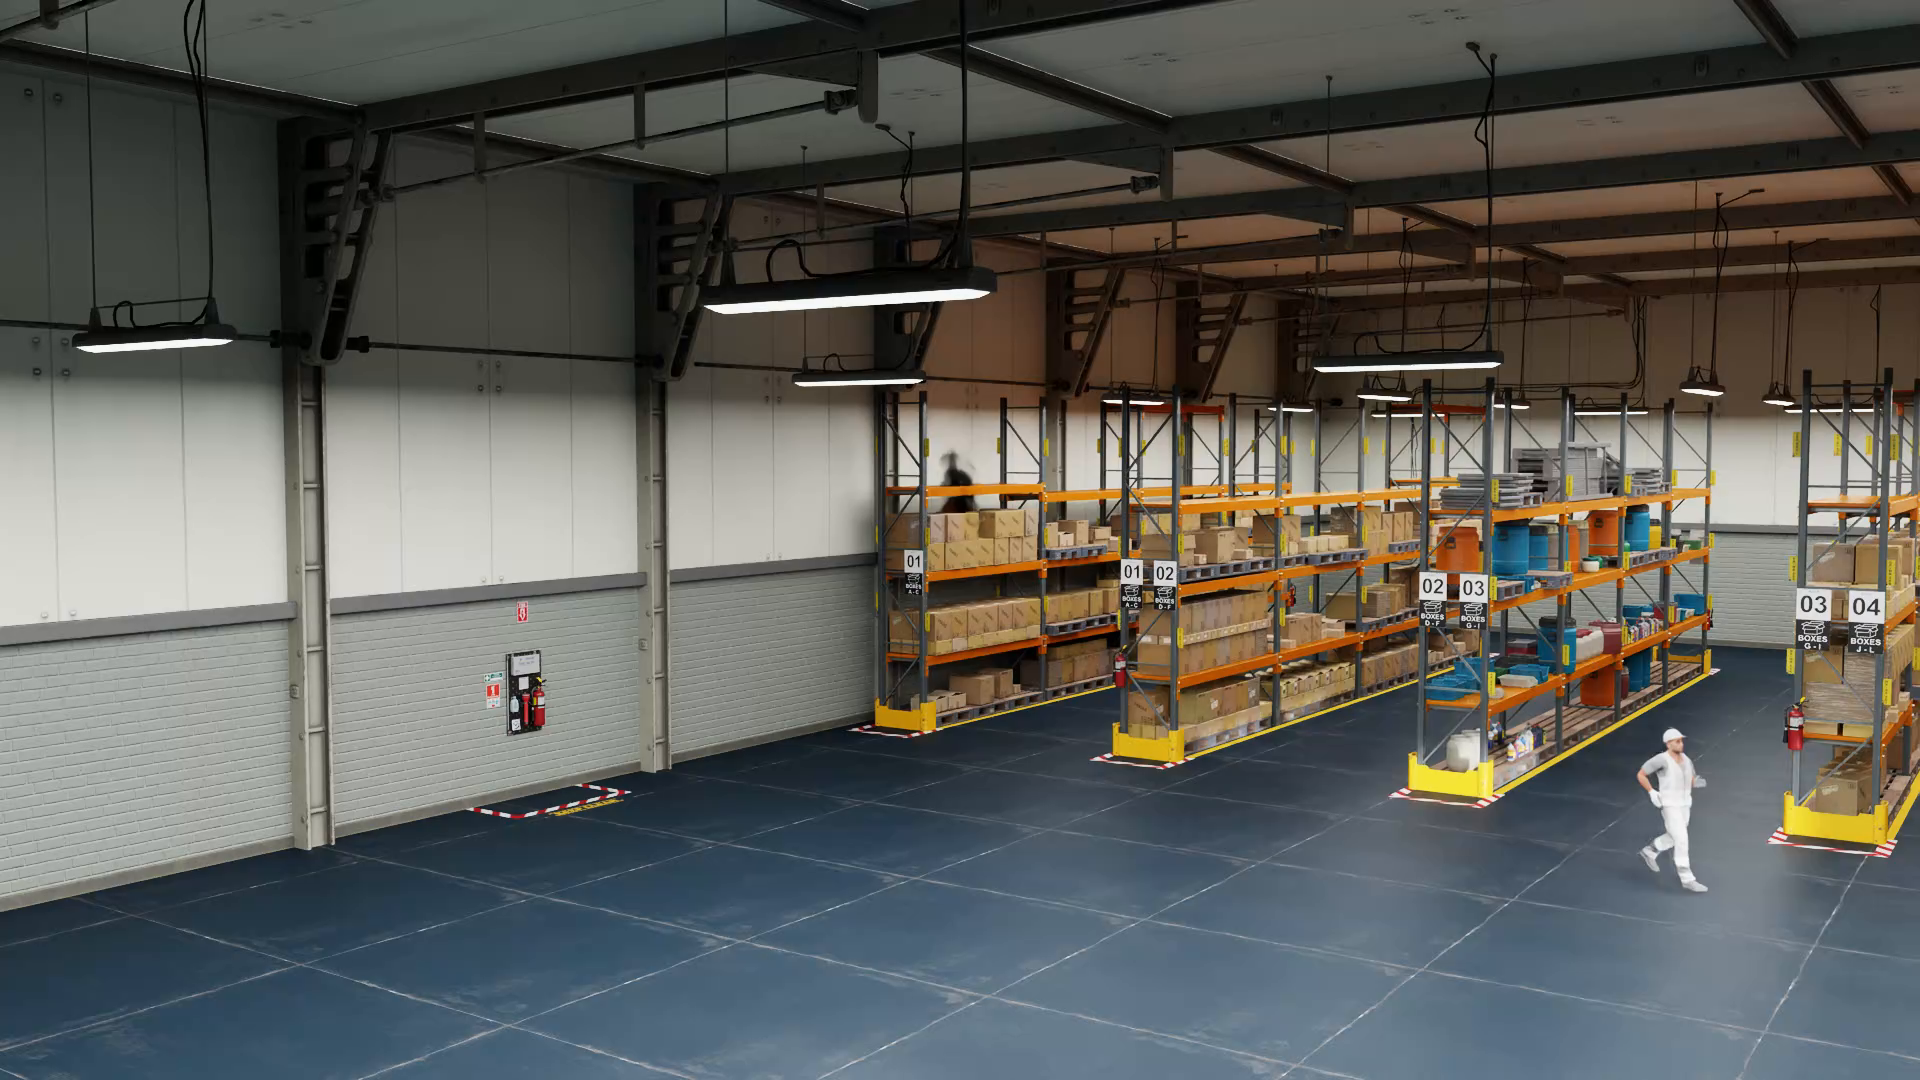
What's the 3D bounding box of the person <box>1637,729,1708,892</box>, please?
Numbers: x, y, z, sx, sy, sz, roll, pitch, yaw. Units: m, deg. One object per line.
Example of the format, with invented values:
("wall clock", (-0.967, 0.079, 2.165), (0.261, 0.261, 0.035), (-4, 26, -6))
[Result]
("person", (8.132, 3.032, 18.950), (0.661, 1.765, 1.002), (-2, 4, -27))
